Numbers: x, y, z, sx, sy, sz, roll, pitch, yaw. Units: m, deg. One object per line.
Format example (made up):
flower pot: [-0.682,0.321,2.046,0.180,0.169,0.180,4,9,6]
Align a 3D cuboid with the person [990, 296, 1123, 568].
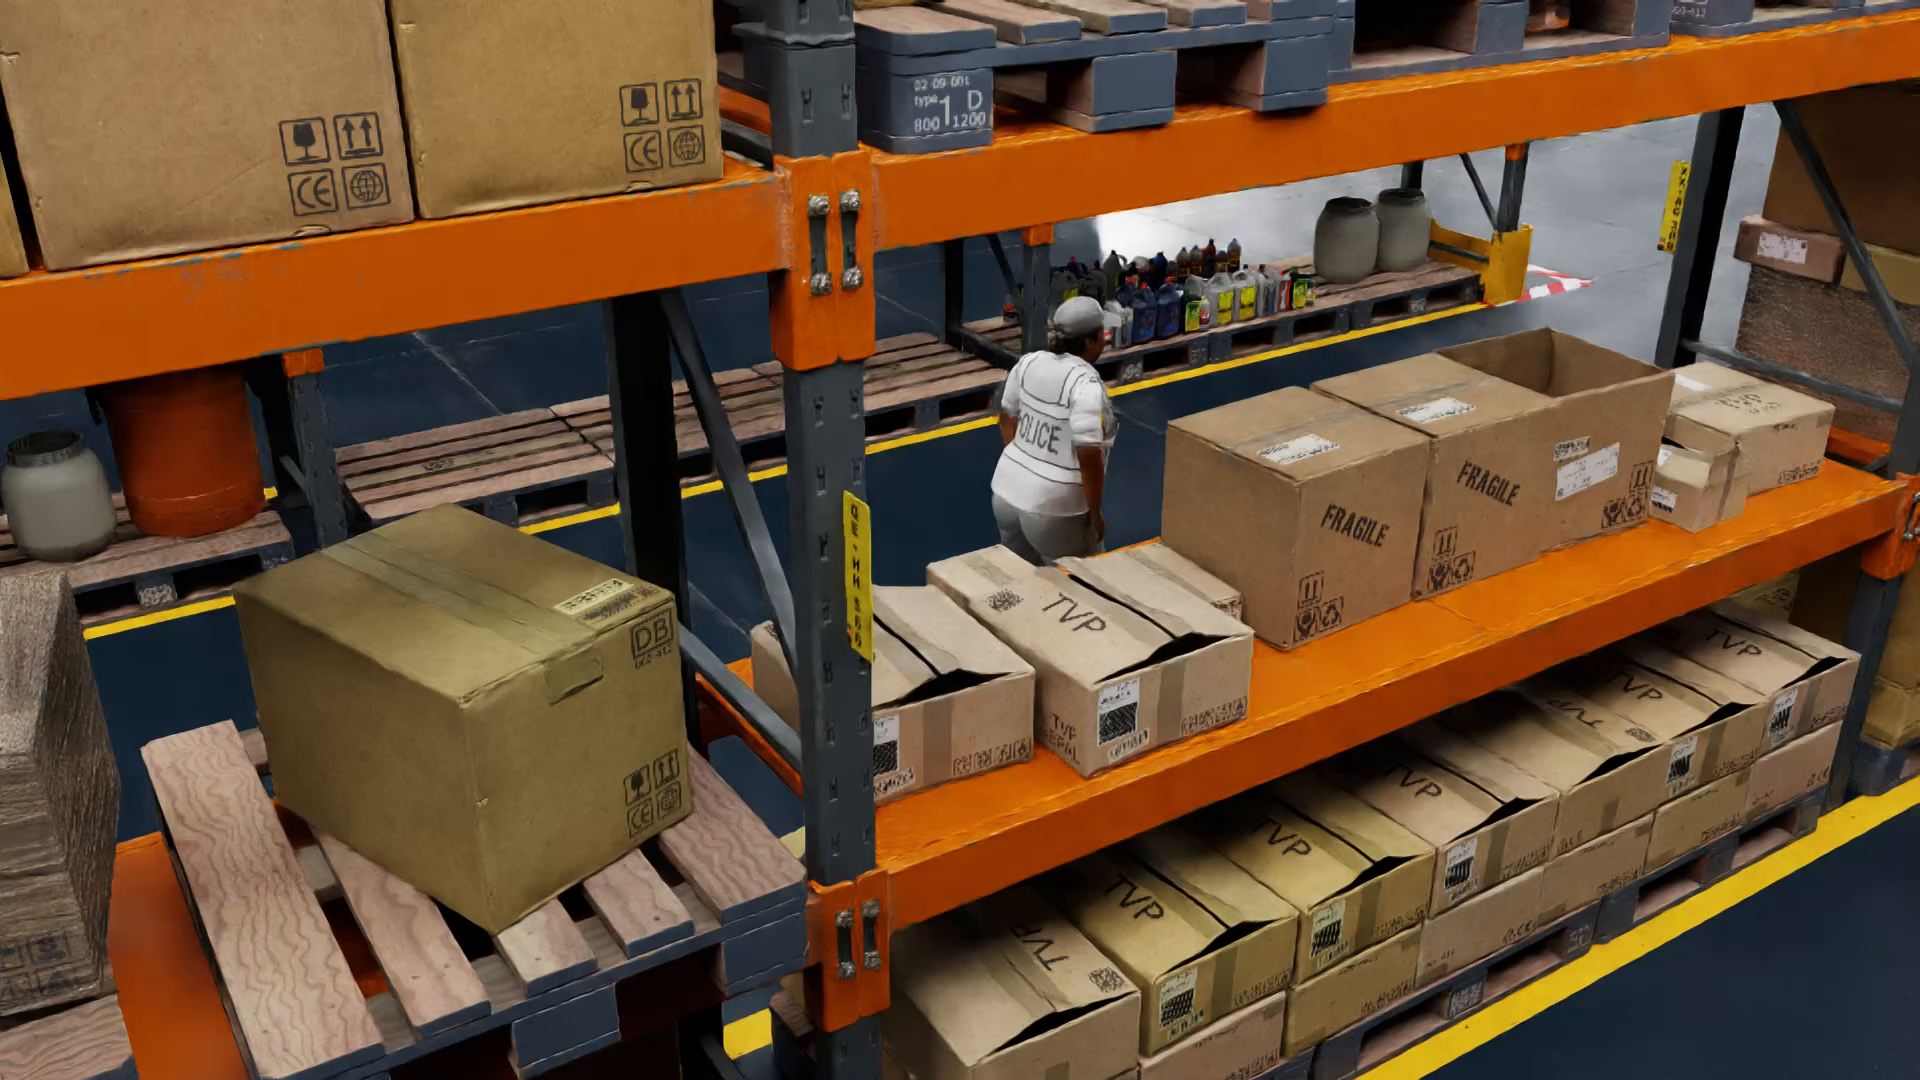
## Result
person: [0.373,-0.141,6.451,0.550,1.619,0.621,-17,30,-31]
